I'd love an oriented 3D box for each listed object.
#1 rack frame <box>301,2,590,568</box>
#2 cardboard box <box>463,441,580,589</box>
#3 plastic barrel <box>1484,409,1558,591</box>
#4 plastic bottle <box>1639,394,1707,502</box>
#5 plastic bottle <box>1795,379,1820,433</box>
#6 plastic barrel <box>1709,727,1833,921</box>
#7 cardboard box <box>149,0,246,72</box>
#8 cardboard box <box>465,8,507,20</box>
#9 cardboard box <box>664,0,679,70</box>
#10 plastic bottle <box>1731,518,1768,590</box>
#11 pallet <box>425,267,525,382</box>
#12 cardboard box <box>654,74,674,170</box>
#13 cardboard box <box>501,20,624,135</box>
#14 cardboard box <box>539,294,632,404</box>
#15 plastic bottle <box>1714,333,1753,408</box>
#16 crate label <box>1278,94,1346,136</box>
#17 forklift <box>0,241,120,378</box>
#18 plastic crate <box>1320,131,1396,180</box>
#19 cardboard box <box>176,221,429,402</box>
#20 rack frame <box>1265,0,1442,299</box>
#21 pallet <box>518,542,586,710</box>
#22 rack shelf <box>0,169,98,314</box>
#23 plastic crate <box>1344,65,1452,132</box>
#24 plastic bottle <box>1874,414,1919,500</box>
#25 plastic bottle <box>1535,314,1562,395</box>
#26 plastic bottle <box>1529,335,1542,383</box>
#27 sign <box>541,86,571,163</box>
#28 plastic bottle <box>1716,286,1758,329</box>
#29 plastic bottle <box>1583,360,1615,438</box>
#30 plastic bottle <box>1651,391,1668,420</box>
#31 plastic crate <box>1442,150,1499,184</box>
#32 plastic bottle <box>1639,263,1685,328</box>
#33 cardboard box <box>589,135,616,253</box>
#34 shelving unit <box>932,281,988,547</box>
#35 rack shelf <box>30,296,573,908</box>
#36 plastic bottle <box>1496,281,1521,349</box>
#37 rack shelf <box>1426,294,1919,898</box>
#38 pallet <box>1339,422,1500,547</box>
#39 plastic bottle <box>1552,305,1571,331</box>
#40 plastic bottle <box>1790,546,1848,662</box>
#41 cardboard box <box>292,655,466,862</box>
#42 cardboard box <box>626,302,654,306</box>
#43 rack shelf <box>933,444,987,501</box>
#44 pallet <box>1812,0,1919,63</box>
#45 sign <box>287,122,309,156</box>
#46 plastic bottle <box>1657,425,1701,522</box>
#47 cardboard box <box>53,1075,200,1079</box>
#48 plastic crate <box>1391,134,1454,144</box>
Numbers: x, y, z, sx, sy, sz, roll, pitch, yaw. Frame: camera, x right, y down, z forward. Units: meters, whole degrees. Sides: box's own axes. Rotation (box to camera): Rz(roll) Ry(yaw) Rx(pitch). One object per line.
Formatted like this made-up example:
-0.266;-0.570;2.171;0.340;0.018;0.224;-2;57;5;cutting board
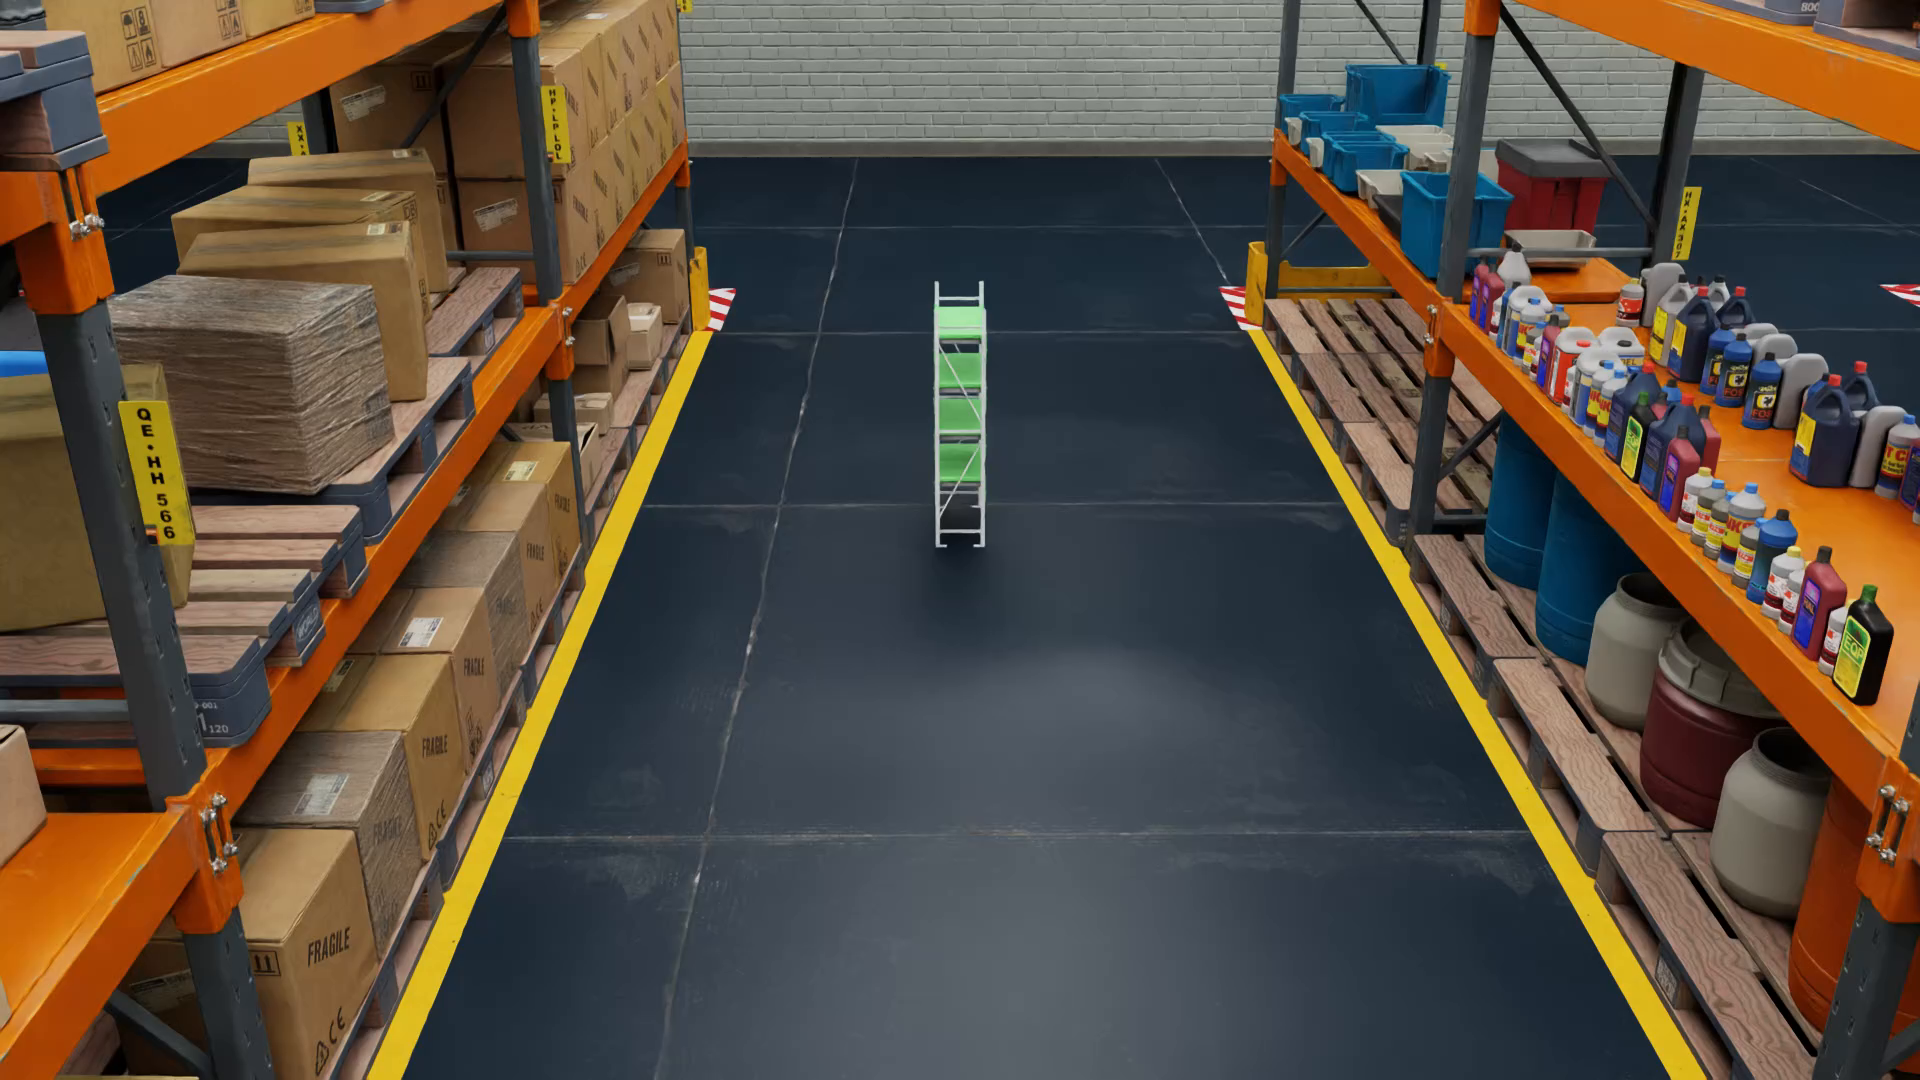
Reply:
-2.293;-1.255;7.385;1.000;3.000;0.127;0;24;-1;rack frame
-2.001;-0.115;7.363;0.500;0.500;0.500;0;24;-1;cardboard box
2.649;-0.287;7.281;0.600;0.901;0.708;0;24;-1;plastic barrel
2.301;-0.307;5.348;0.144;0.351;0.185;0;24;-1;plastic bottle
3.030;-0.467;5.884;0.097;0.201;0.097;0;24;0;plastic bottle
2.586;0.881;5.172;0.421;0.512;0.421;0;24;0;plastic barrel
-2.293;-1.409;3.964;0.910;0.500;0.500;0;24;-1;cardboard box
-2.575;-2.590;9.001;0.500;0.500;0.500;0;24;-1;cardboard box
-2.057;-3.222;10.400;0.500;0.500;0.500;0;24;-1;cardboard box
2.284;0.035;4.773;0.097;0.201;0.097;0;24;0;plastic bottle
-2.393;-0.838;6.695;1.003;0.211;1.213;0;24;-1;pallet
-2.050;-2.552;10.131;0.500;0.500;0.500;0;24;0;cardboard box
-2.028;-2.376;8.529;0.500;0.500;0.500;-1;24;-2;cardboard box
-2.318;-1.092;9.520;0.797;0.503;0.637;0;24;-1;cardboard box
2.874;-0.634;6.168;0.097;0.271;0.097;0;24;0;plastic bottle
2.290;-2.772;10.869;0.416;0.233;0.303;0;24;-1;crate label
-5.433;-1.419;7.830;3.031;2.935;1.130;1;24;2;forklift
2.305;-2.229;9.669;0.416;0.233;0.300;0;24;-1;plastic crate
-2.212;-0.764;5.669;0.700;0.500;0.500;-6;25;-14;cardboard box
2.617;-2.924;11.075;1.000;3.000;0.127;0;24;-1;rack frame
-2.246;0.351;7.219;1.003;0.211;1.213;0;24;-1;pallet
-2.227;0.178;1.449;1.077;0.370;4.000;0;24;-1;rack shelf
2.807;-2.830;10.752;0.616;0.435;0.499;0;24;-1;plastic crate
3.036;-0.272;5.369;0.097;0.271;0.097;0;24;0;plastic bottle
2.248;-0.704;6.307;0.061;0.283;0.133;0;24;-1;plastic bottle
2.265;-0.714;6.430;0.097;0.201;0.097;0;24;0;plastic bottle
-1.738;-1.787;7.155;0.100;0.325;0.005;0;24;-1;sign
3.000;-0.800;6.438;0.144;0.351;0.185;0;24;-1;plastic bottle
2.271;-0.500;5.871;0.097;0.271;0.097;0;24;0;plastic bottle
2.318;-0.342;5.507;0.061;0.283;0.133;0;24;-1;plastic bottle
2.828;-1.879;8.836;0.437;0.282;0.530;0;24;-1;plastic crate
2.988;-1.058;7.101;0.152;0.276;0.135;0;24;-1;plastic bottle
-2.035;-1.723;8.298;0.500;0.500;0.500;0;24;0;cardboard box
-0.002;-0.615;8.154;0.258;1.200;0.503;0;24;-1;shelving unit
-2.271;-0.103;5.711;1.077;0.370;4.000;0;24;-1;rack shelf
2.260;-0.922;6.804;0.097;0.271;0.097;0;24;0;plastic bottle
2.682;-0.124;5.757;1.077;0.370;4.000;0;24;-1;rack shelf
2.614;-0.308;8.675;1.003;0.211;1.213;0;24;-1;pallet
2.413;-0.850;6.731;0.097;0.201;0.097;0;24;0;plastic bottle
2.271;0.166;4.385;0.061;0.283;0.133;0;24;-1;plastic bottle
-1.980;0.720;5.517;0.500;0.500;0.500;-1;24;-1;cardboard box
-2.170;-1.423;10.660;0.380;0.166;0.250;0;24;-1;cardboard box
-0.002;-0.338;8.279;0.258;0.148;0.480;0;24;-1;rack shelf
2.794;-1.224;3.905;1.003;0.211;1.213;0;24;-1;pallet
-2.835;-1.644;7.194;0.100;0.325;0.005;0;24;-1;sign
2.261;-0.210;5.216;0.061;0.283;0.133;0;24;-1;plastic bottle
-1.997;1.414;3.630;0.500;0.311;0.500;0;24;1;cardboard box
2.795;-2.377;10.112;0.396;0.136;0.243;0;24;-1;plastic crate
